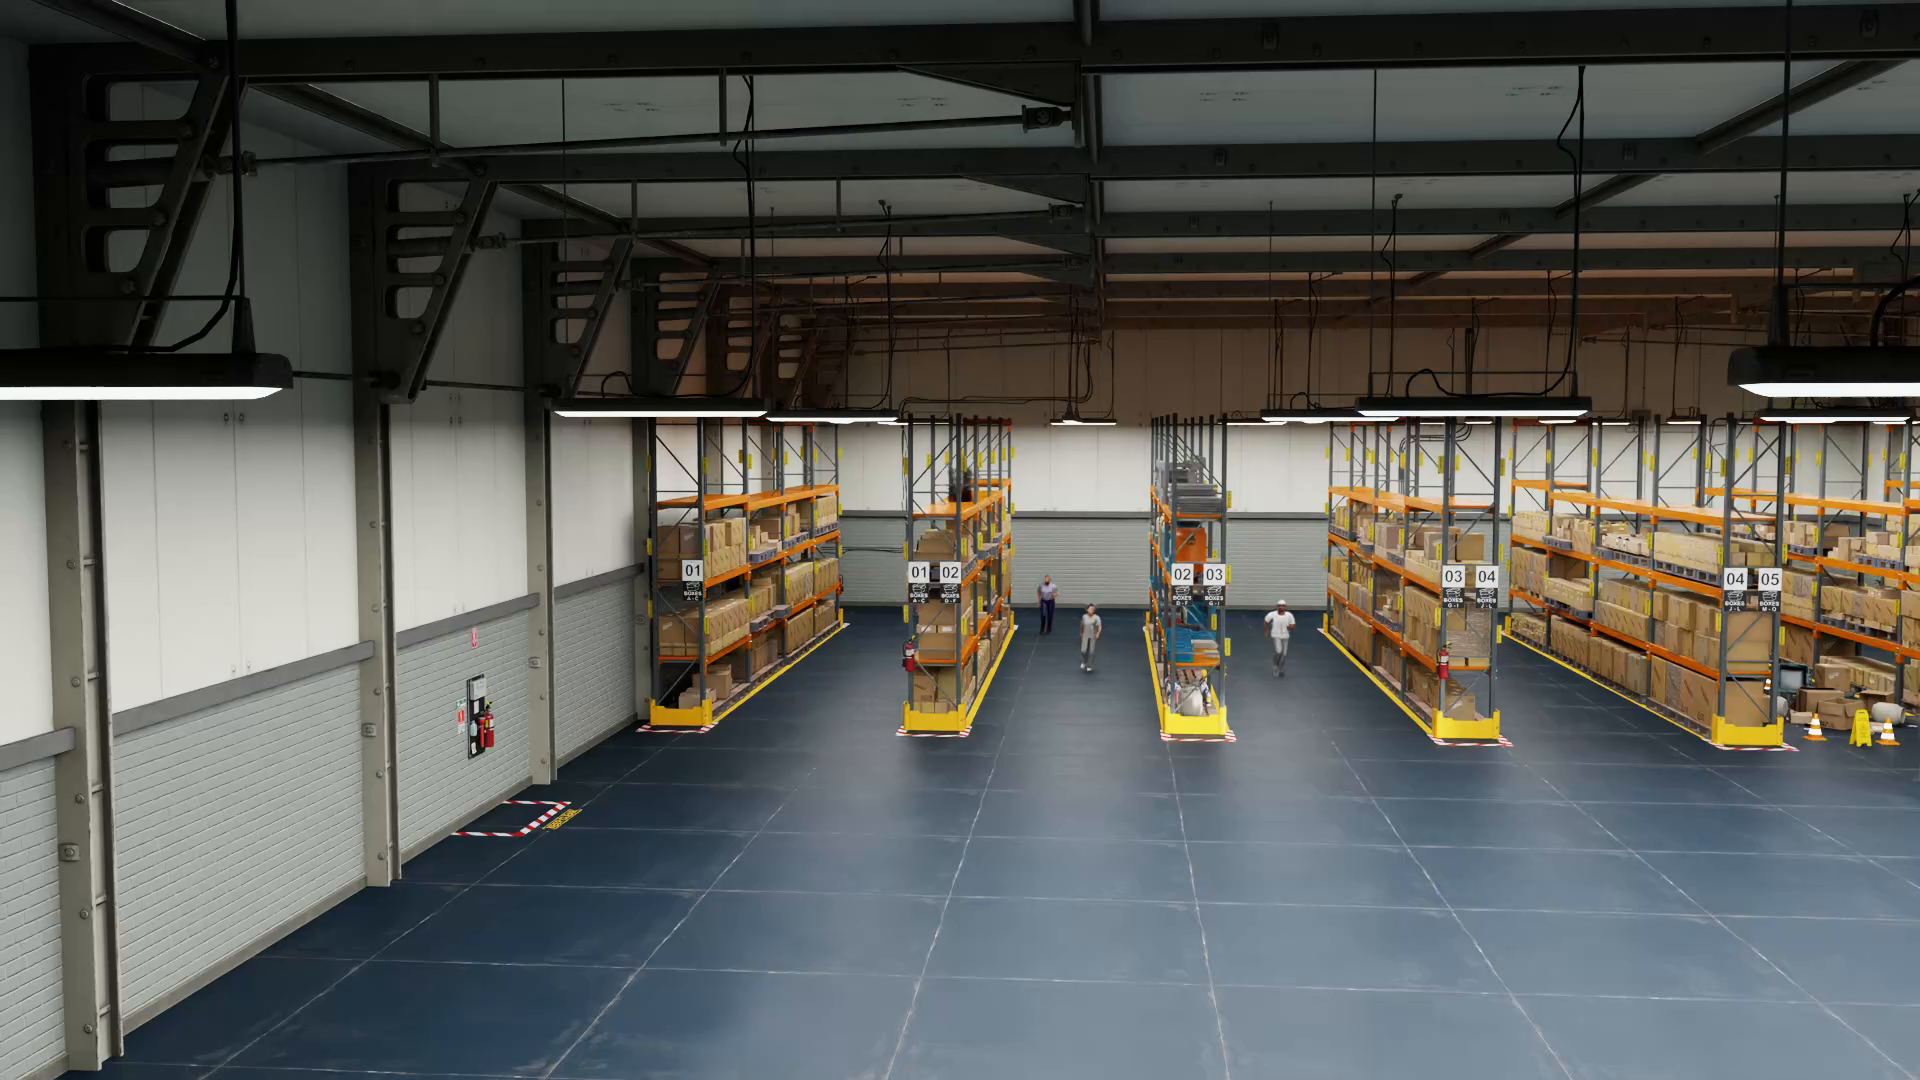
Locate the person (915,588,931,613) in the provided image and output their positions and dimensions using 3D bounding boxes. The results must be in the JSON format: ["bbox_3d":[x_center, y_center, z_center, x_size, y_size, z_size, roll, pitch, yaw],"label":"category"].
[{"bbox_3d":[-1.035,1.473,50.544,0.797,1.704,0.593,3,5,38],"label":"person"}]

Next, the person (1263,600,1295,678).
[{"bbox_3d":[7.384,2.268,38.296,0.667,1.789,0.727,0,4,-6],"label":"person"}]

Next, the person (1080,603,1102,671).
[{"bbox_3d":[3.044,2.288,38.935,0.568,1.622,0.730,1,4,10],"label":"person"}]

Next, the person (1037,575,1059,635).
[{"bbox_3d":[2.445,1.810,46.172,0.597,1.683,0.722,0,4,2],"label":"person"}]
